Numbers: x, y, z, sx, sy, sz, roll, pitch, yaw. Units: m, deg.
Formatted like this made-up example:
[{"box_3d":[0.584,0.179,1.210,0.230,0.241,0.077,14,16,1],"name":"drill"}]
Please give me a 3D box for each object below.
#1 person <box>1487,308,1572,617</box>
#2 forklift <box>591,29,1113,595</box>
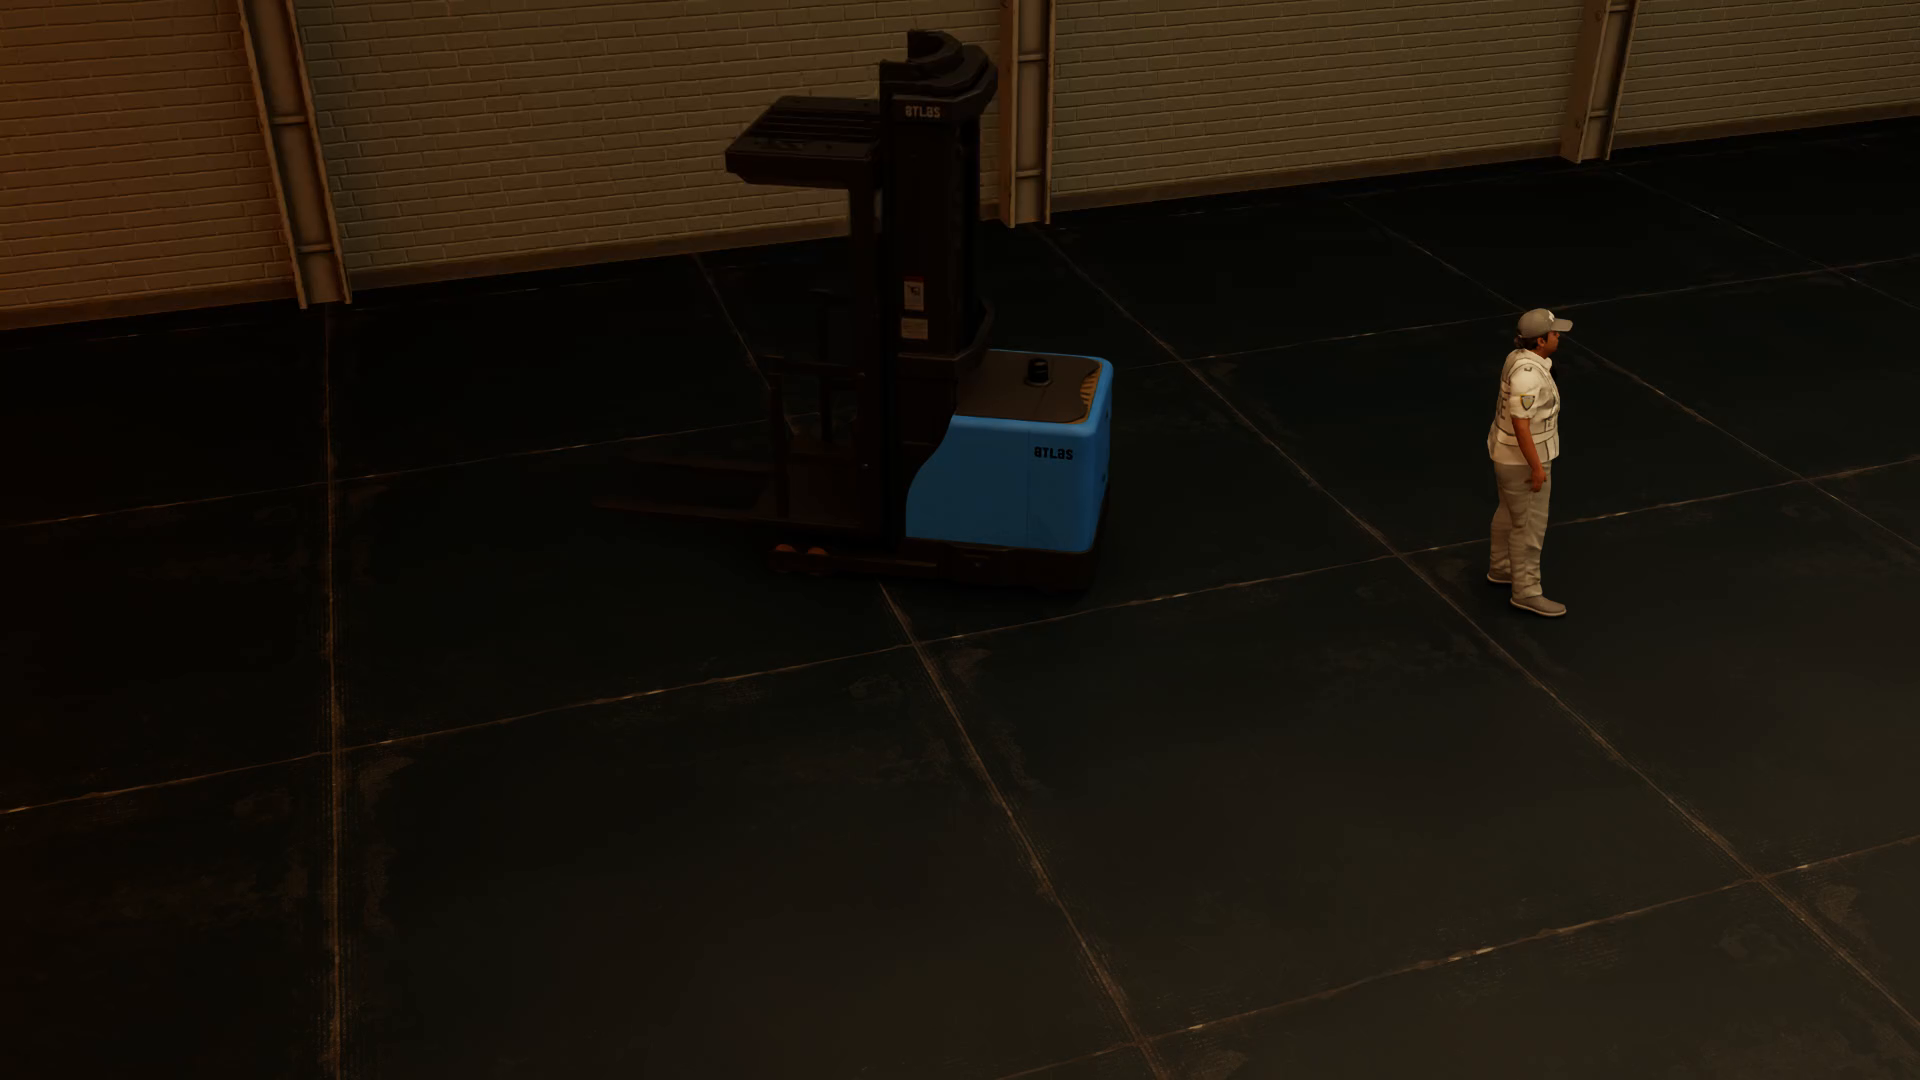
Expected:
[{"box_3d":[3.171,-0.452,9.128,0.529,1.670,0.598,6,30,10],"name":"person"},{"box_3d":[-0.660,-1.311,9.366,3.031,2.935,1.130,5,30,9],"name":"forklift"}]
